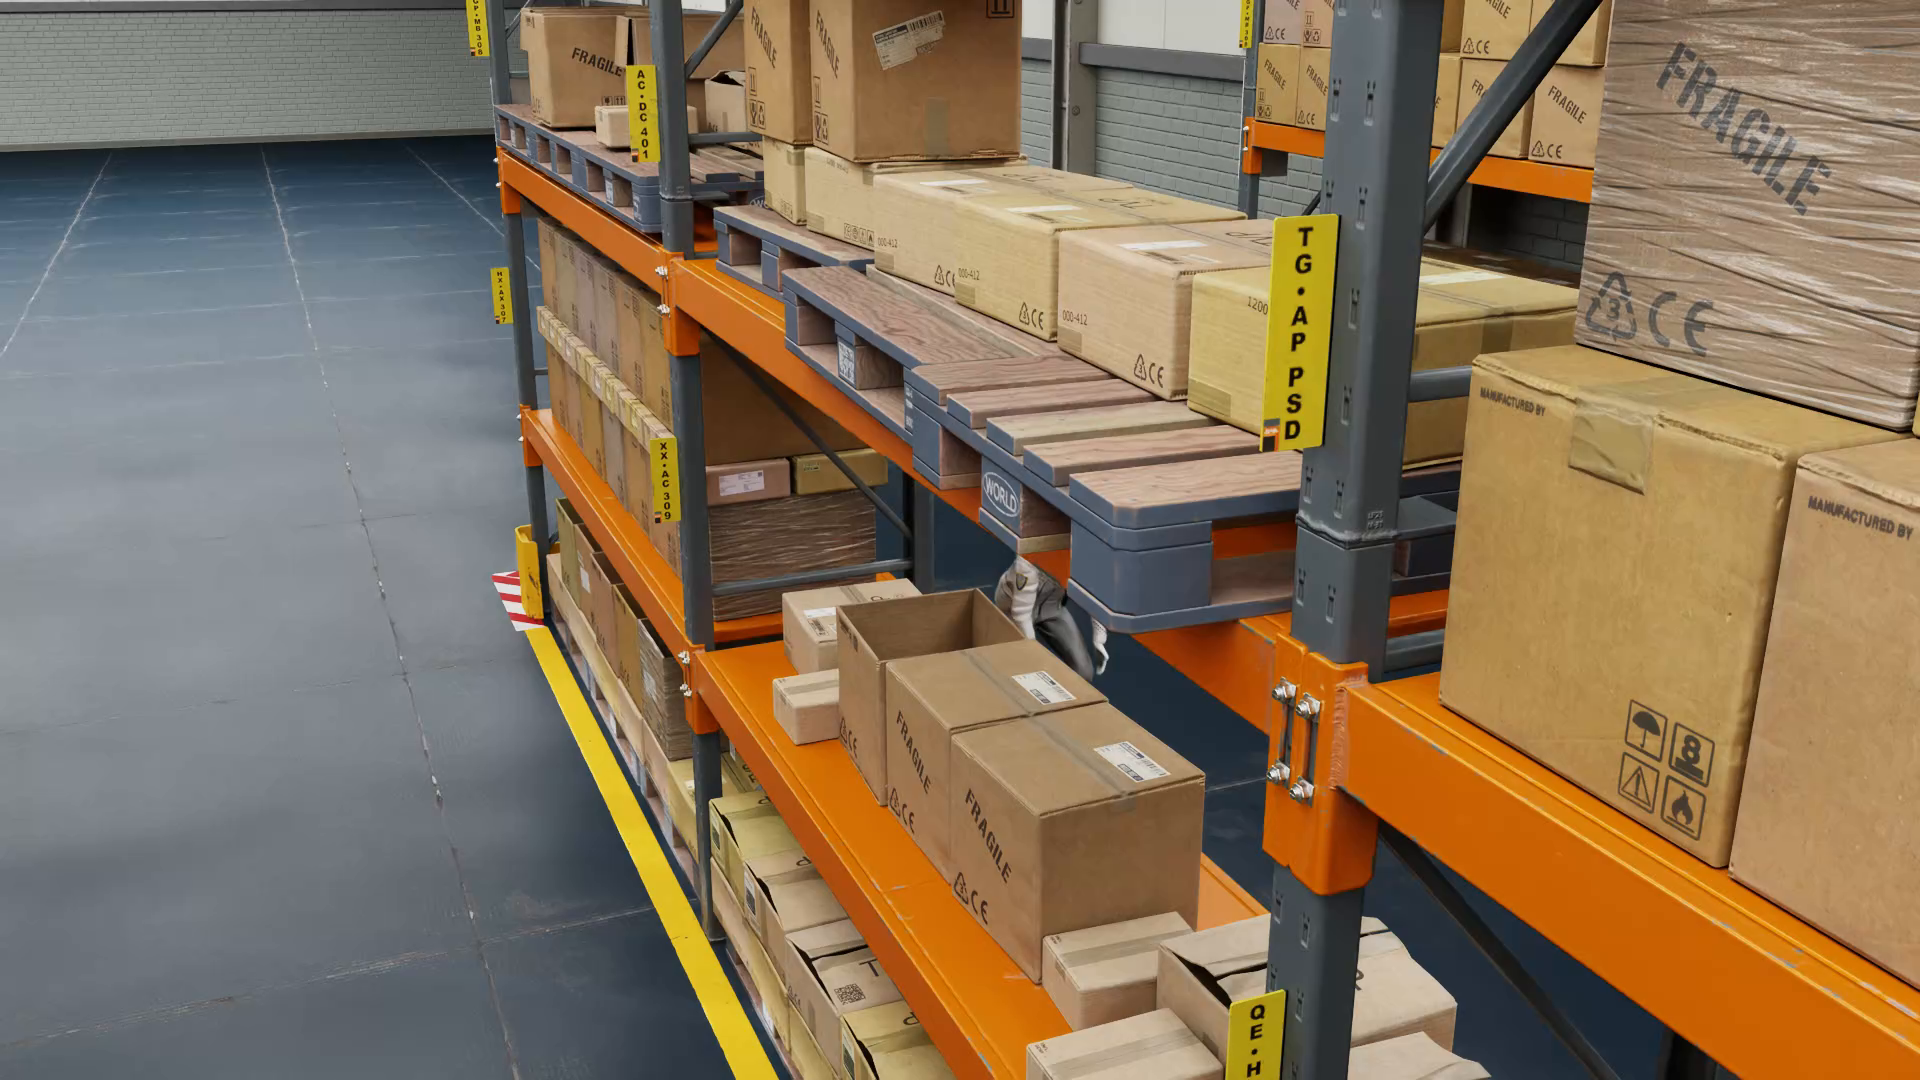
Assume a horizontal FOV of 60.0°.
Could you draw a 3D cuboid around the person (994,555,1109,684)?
[{"bbox_3d":[0.471,0.426,8.325,0.535,1.348,0.725,-8,20,-21],"label":"person"}]
